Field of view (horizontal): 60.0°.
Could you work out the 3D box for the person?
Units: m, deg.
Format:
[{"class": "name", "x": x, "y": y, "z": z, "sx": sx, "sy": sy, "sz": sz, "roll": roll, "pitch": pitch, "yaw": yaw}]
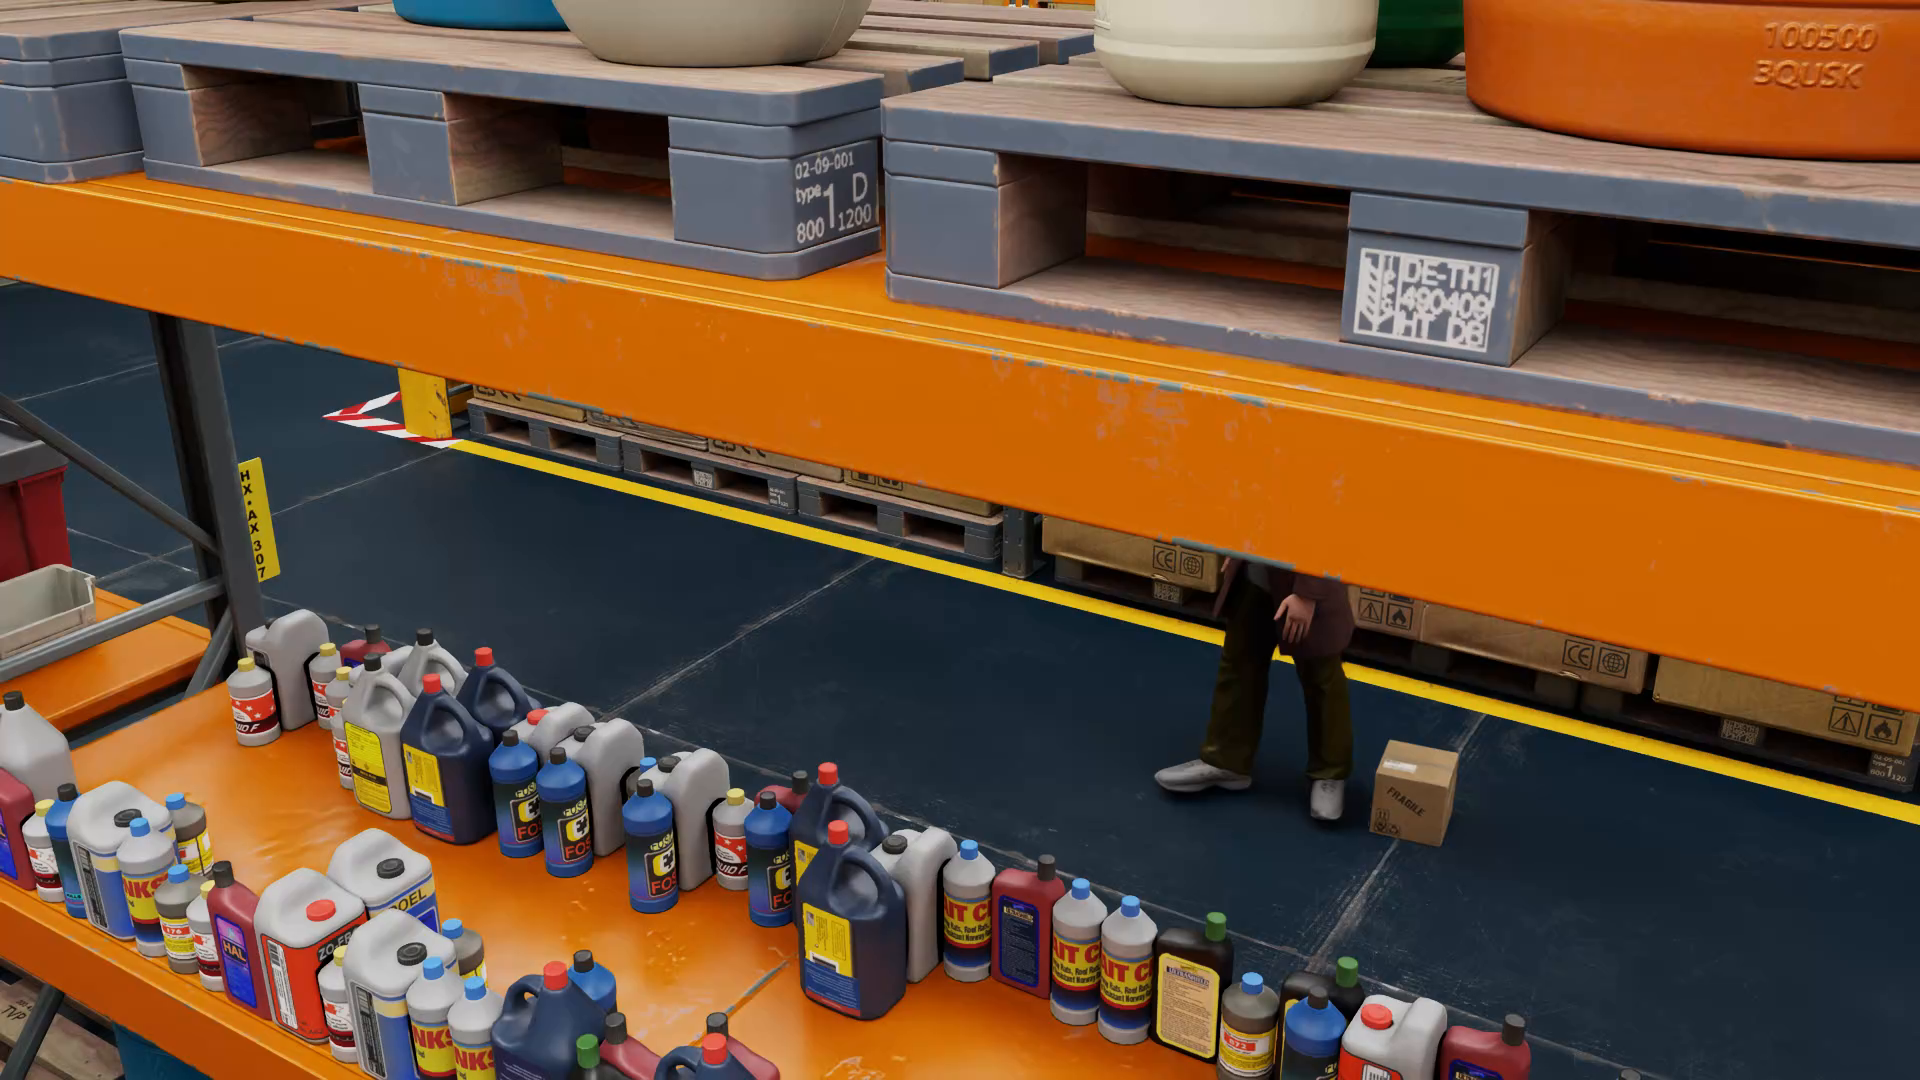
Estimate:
[{"class": "person", "x": 1.096, "y": 0.122, "z": 5.795, "sx": 0.685, "sy": 1.776, "sz": 0.624, "roll": -10, "pitch": 25, "yaw": -23}]
